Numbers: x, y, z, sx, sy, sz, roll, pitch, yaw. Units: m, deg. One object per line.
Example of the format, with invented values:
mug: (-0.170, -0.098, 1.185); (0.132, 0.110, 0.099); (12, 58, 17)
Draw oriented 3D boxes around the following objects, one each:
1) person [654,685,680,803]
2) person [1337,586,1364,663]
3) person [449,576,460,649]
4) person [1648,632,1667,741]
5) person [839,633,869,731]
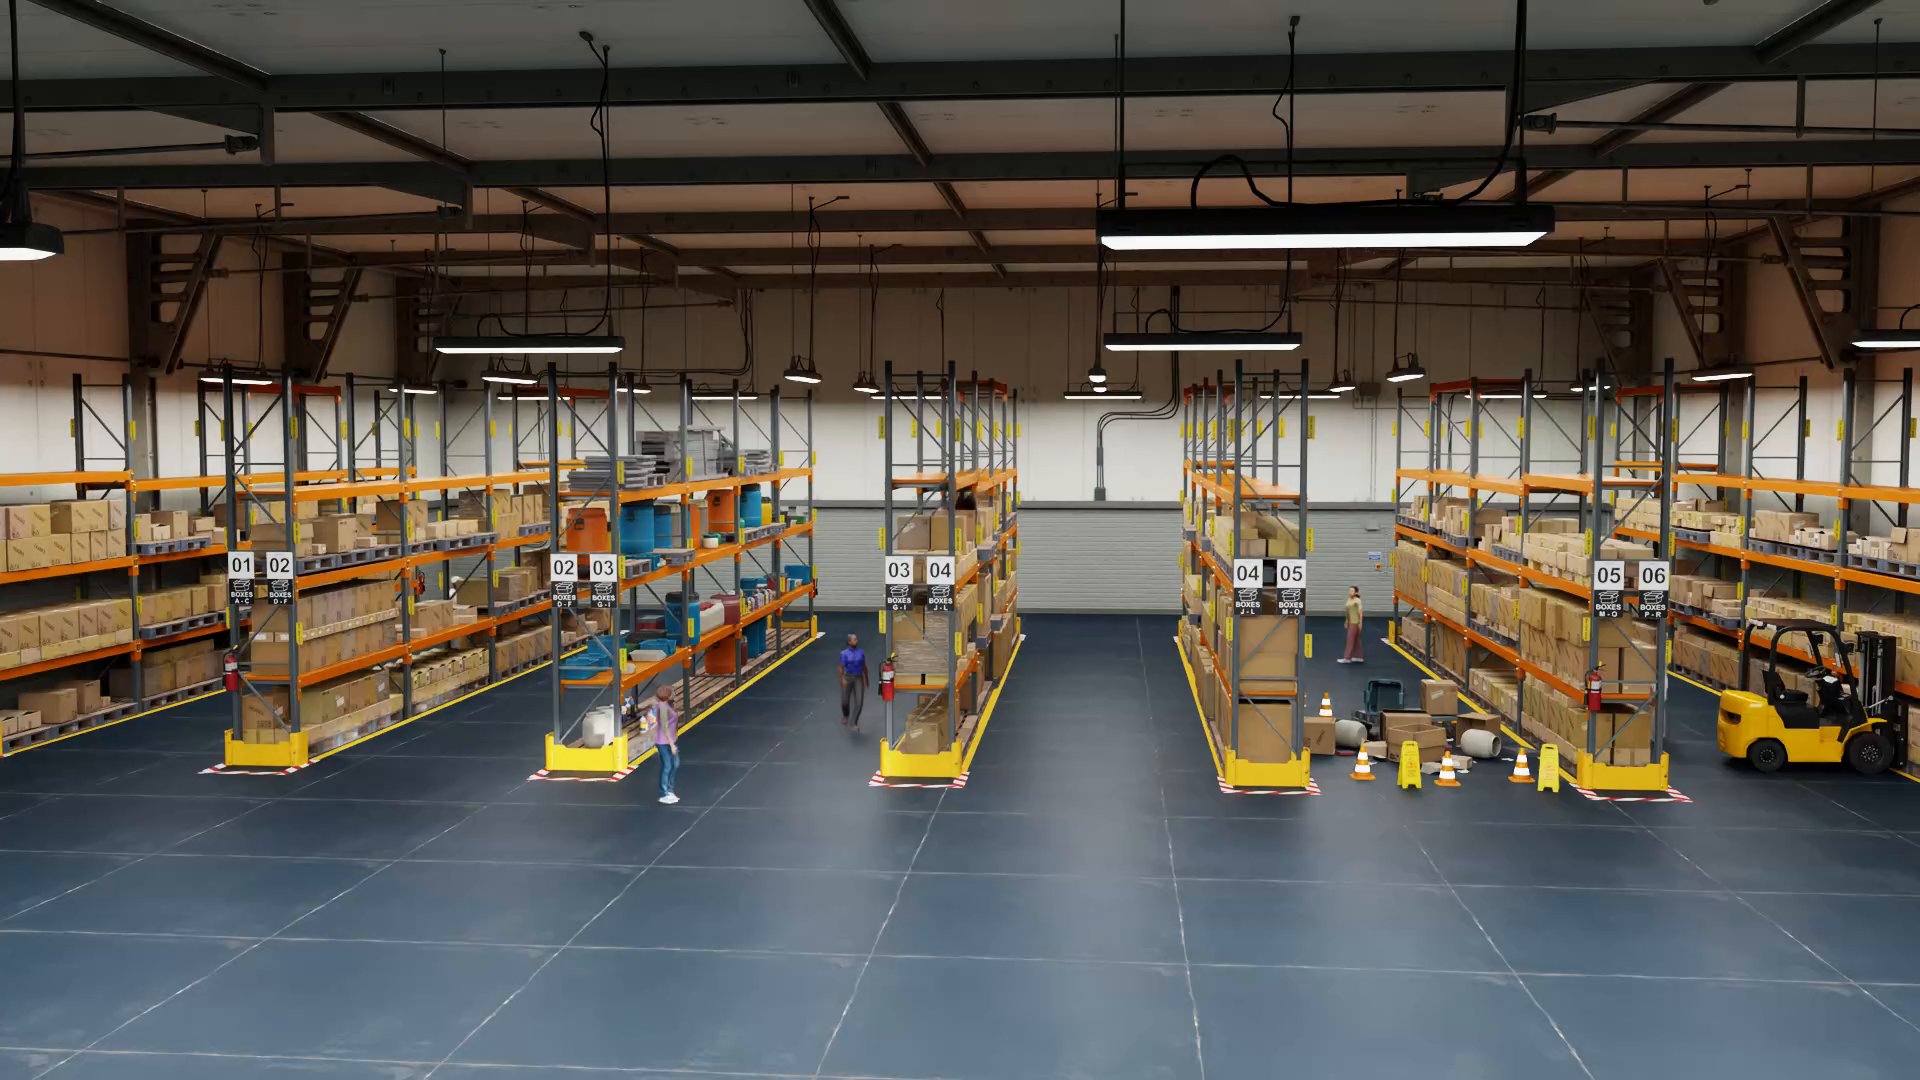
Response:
person: (-3.939, 2.760, 22.406); (0.355, 1.643, 0.464); (0, 4, 5)
person: (8.467, 1.813, 35.923); (0.543, 1.659, 0.499); (0, 4, 0)
person: (-11.092, 1.684, 36.996); (0.572, 1.759, 0.598); (1, 4, 13)
person: (11.183, 2.348, 26.901); (0.539, 1.776, 0.643); (4, 5, 44)
person: (-1.769, 2.371, 27.891); (0.585, 1.612, 0.663); (-1, 4, -18)
